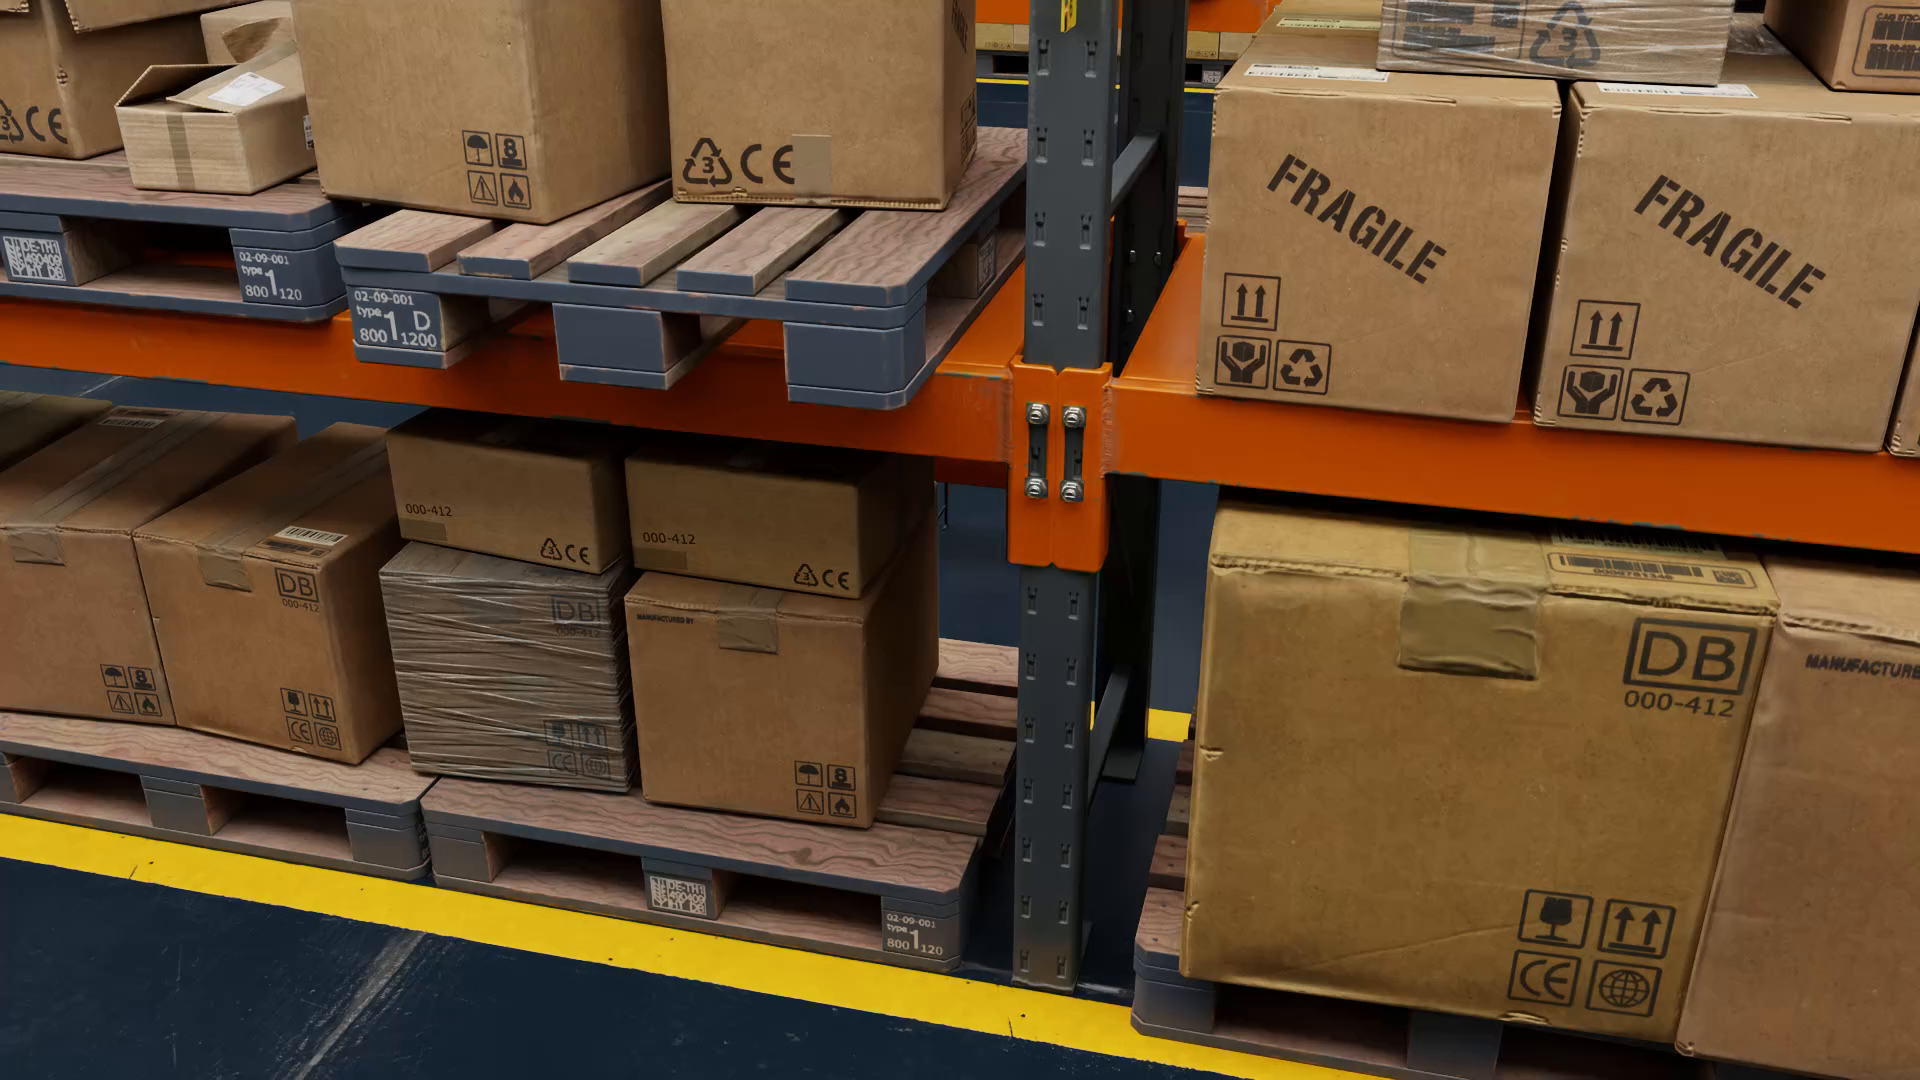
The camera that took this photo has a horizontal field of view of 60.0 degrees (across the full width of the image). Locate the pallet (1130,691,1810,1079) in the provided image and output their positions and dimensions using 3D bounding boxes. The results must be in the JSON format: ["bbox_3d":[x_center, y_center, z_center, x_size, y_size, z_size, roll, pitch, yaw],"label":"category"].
[{"bbox_3d":[1.035,0.720,3.493,1.213,0.211,1.003,6,26,13],"label":"pallet"}]

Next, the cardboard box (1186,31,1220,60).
[{"bbox_3d":[1.690,-3.736,12.317,0.500,0.250,0.500,6,26,12],"label":"cardboard box"}]

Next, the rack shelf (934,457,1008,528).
[{"bbox_3d":[0.052,-0.208,5.136,0.240,0.259,0.215,6,26,13],"label":"rack shelf"}]

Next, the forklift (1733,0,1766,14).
[{"bbox_3d":[2.511,-1.066,4.079,3.031,2.935,1.130,7,26,14],"label":"forklift"}]

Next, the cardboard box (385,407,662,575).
[{"bbox_3d":[-0.883,-0.176,3.653,0.500,0.250,0.500,9,27,19],"label":"cardboard box"}]

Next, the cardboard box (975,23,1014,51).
[{"bbox_3d":[0.213,-3.899,12.661,0.500,0.250,0.500,6,26,11],"label":"cardboard box"}]

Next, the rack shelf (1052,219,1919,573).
[{"bbox_3d":[2.227,-0.116,2.842,4.000,0.370,1.077,6,26,13],"label":"rack shelf"}]

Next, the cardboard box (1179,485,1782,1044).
[{"bbox_3d":[0.953,0.197,3.330,0.875,0.875,1.225,5,26,11],"label":"cardboard box"}]

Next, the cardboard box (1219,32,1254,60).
[{"bbox_3d":[2.190,-3.682,12.204,0.500,0.250,0.500,7,26,14],"label":"cardboard box"}]

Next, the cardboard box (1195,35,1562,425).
[{"bbox_3d":[0.693,-0.535,2.768,0.500,0.500,0.500,7,26,15],"label":"cardboard box"}]

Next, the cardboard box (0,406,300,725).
[{"bbox_3d":[-1.996,0.040,4.073,0.500,0.500,0.700,4,26,9],"label":"cardboard box"}]

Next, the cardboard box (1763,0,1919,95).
[{"bbox_3d":[1.624,-0.997,2.572,0.637,0.503,0.797,7,26,14],"label":"cardboard box"}]

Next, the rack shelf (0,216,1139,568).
[{"bbox_3d":[-1.647,-0.545,3.741,4.000,0.370,1.077,6,26,13],"label":"rack shelf"}]

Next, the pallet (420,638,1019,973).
[{"bbox_3d":[-0.467,0.520,3.913,1.213,0.211,1.003,6,26,13],"label":"pallet"}]

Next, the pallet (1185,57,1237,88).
[{"bbox_3d":[1.973,-3.624,12.617,1.213,0.211,1.003,6,26,13],"label":"pallet"}]

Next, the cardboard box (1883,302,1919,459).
[{"bbox_3d":[1.690,-0.427,2.542,0.500,0.500,0.500,6,26,12],"label":"cardboard box"}]

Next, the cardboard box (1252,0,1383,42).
[{"bbox_3d":[0.829,-0.751,3.221,0.500,0.500,0.500,7,26,15],"label":"cardboard box"}]

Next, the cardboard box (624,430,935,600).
[{"bbox_3d":[-0.367,-0.123,3.543,0.500,0.250,0.500,7,26,15],"label":"cardboard box"}]

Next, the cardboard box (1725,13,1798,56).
[{"bbox_3d":[1.311,-0.695,3.104,0.500,0.500,0.500,6,26,13],"label":"cardboard box"}]

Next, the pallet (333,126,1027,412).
[{"bbox_3d":[-0.427,-0.601,3.245,1.003,0.211,1.213,6,26,13],"label":"pallet"}]

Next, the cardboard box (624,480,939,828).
[{"bbox_3d":[-0.364,0.211,3.713,0.500,0.500,0.700,5,26,10],"label":"cardboard box"}]

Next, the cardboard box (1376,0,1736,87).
[{"bbox_3d":[0.994,-1.068,2.721,0.637,0.503,0.797,7,26,15],"label":"cardboard box"}]

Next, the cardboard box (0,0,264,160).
[{"bbox_3d":[-1.882,-1.173,3.615,0.637,0.503,0.797,9,27,18],"label":"cardboard box"}]

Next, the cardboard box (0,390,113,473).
[{"bbox_3d":[-2.538,-0.020,4.198,0.500,0.500,0.700,6,26,13],"label":"cardboard box"}]

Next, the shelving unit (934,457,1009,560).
[{"bbox_3d":[0.052,-0.468,5.012,0.252,1.050,0.215,6,26,13],"label":"shelving unit"}]

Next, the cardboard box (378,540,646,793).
[{"bbox_3d":[-0.905,0.157,3.826,0.500,0.500,0.700,4,26,9],"label":"cardboard box"}]

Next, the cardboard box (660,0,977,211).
[{"bbox_3d":[-0.243,-0.931,3.112,0.500,0.500,0.500,3,26,7],"label":"cardboard box"}]

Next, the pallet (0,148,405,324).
[{"bbox_3d":[-1.638,-0.764,3.587,1.213,0.211,1.003,6,26,13],"label":"pallet"}]

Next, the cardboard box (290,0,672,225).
[{"bbox_3d":[-0.809,-0.949,3.150,0.500,0.500,0.700,10,27,21],"label":"cardboard box"}]

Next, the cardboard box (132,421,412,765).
[{"bbox_3d":[-1.455,0.099,3.948,0.500,0.500,0.700,9,27,17],"label":"cardboard box"}]

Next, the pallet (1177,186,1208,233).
[{"bbox_3d":[0.783,-1.557,8.275,1.213,0.211,1.003,6,26,13],"label":"pallet"}]

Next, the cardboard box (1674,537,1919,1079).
[{"bbox_3d":[1.814,0.296,3.123,0.875,0.875,1.225,6,26,13],"label":"cardboard box"}]

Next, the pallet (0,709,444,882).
[{"bbox_3d":[-1.645,0.388,4.189,1.213,0.211,1.003,6,26,13],"label":"pallet"}]

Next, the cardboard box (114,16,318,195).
[{"bbox_3d":[-1.393,-0.850,3.214,0.258,0.266,0.396,6,26,12],"label":"cardboard box"}]

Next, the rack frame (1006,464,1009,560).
[{"bbox_3d":[0.170,-0.455,4.985,0.008,1.050,0.200,6,26,13],"label":"rack frame"}]

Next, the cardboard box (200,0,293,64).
[{"bbox_3d":[-1.276,-1.052,3.657,0.500,0.250,0.500,6,26,12],"label":"cardboard box"}]

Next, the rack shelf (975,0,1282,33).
[{"bbox_3d":[-0.414,-2.607,8.072,4.000,0.370,1.077,6,26,13],"label":"rack shelf"}]

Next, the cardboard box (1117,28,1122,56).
[{"bbox_3d":[1.204,-3.791,12.433,0.500,0.250,0.500,7,26,14],"label":"cardboard box"}]

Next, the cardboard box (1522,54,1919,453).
[{"bbox_3d":[1.193,-0.481,2.654,0.500,0.500,0.500,6,26,12],"label":"cardboard box"}]

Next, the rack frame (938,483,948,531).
[{"bbox_3d":[-0.066,-0.481,5.040,0.008,1.050,0.200,6,26,13],"label":"rack frame"}]

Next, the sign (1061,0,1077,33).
[{"bbox_3d":[0.164,-0.915,2.428,0.005,0.325,0.100,6,26,13],"label":"sign"}]

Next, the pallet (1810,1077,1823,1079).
[{"bbox_3d":[2.212,0.851,3.217,1.213,0.211,1.003,6,26,13],"label":"pallet"}]

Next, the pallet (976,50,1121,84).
[{"bbox_3d":[0.795,-3.756,12.893,1.213,0.211,1.003,6,26,13],"label":"pallet"}]

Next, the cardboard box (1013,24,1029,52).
[{"bbox_3d":[0.705,-3.845,12.546,0.500,0.250,0.500,7,26,14],"label":"cardboard box"}]

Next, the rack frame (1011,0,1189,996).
[{"bbox_3d":[0.290,-0.655,3.137,0.127,3.000,1.000,6,26,13],"label":"rack frame"}]
